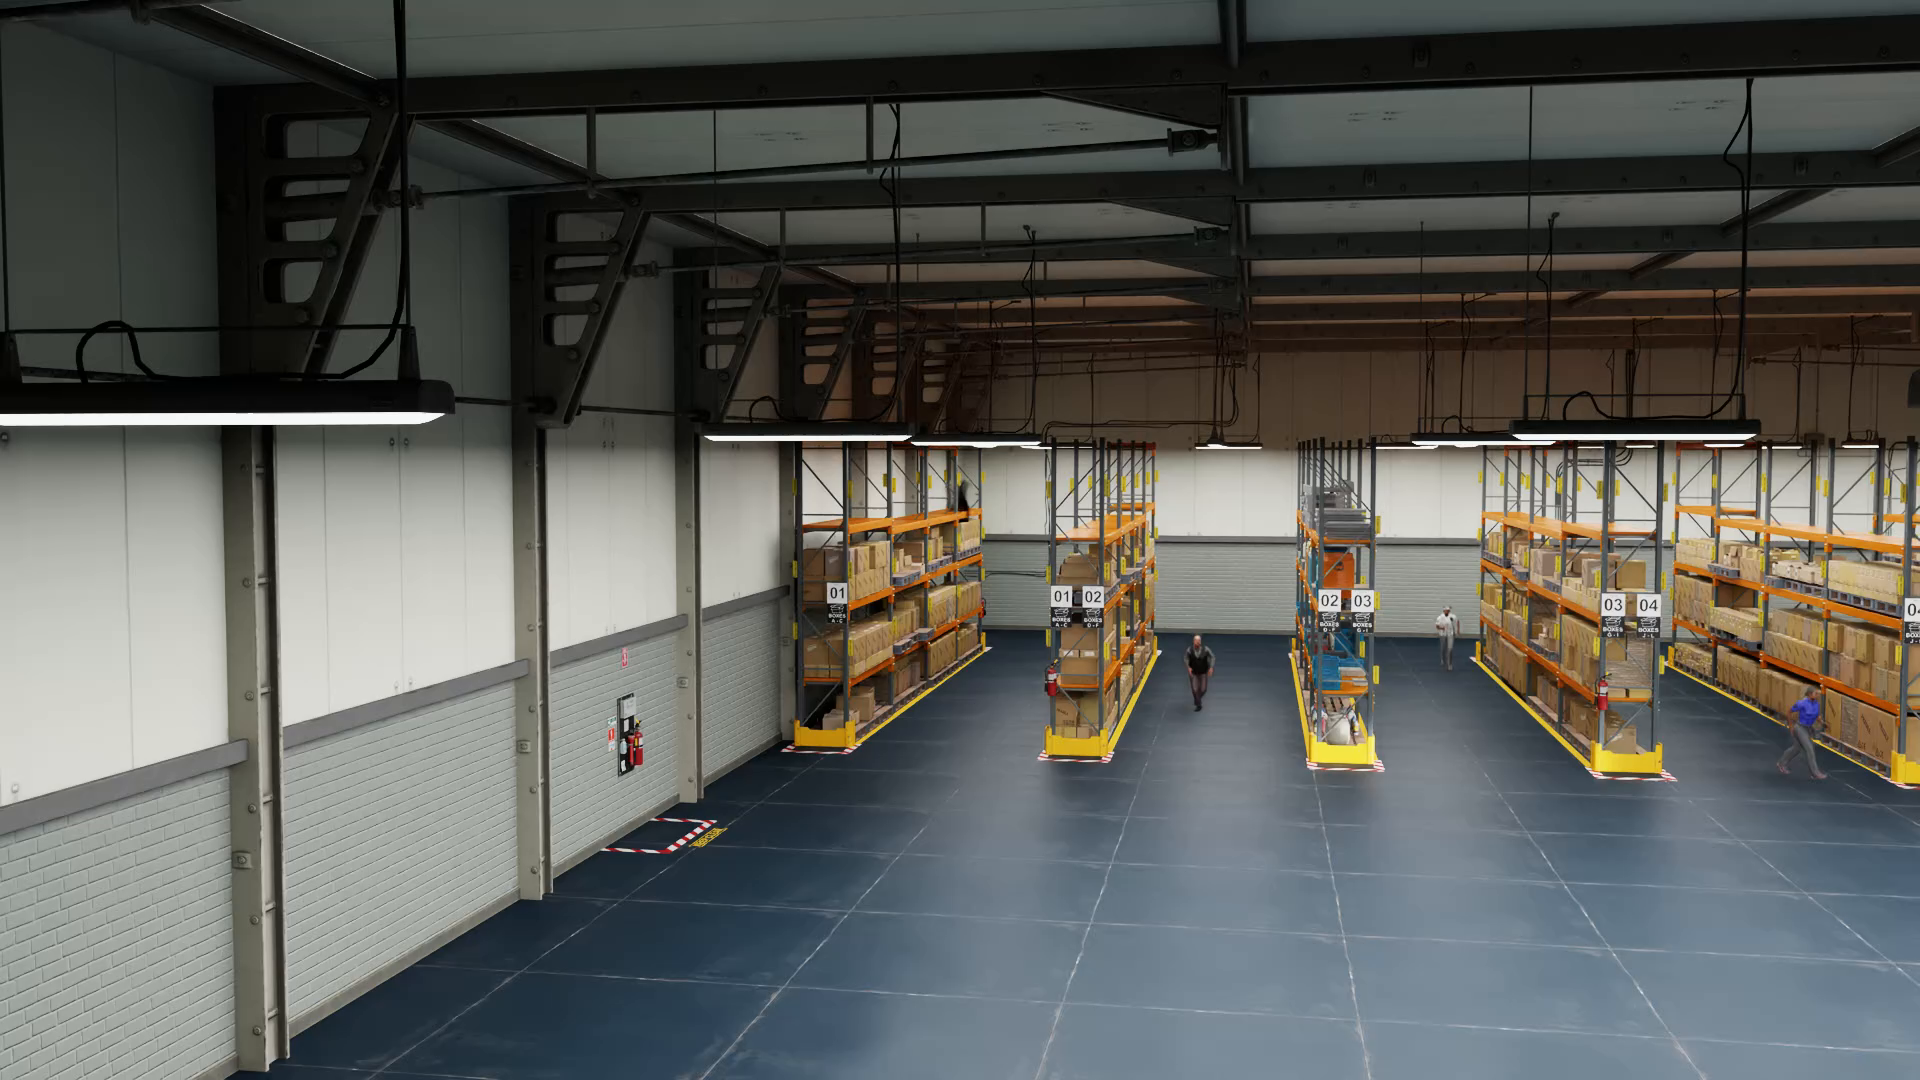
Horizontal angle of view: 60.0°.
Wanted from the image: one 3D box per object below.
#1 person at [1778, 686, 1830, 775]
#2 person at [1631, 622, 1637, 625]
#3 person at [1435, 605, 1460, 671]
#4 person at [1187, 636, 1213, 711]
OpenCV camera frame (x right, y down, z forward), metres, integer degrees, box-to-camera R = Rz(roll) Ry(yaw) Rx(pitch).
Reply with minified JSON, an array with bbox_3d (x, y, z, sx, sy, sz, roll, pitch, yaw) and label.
[{"bbox_3d":[14.722,3.304,29.064,0.559,1.541,0.912,-2,4,-31],"label":"person"},{"bbox_3d":[18.149,2.503,45.079,0.789,1.692,0.795,-2,4,-35],"label":"person"},{"bbox_3d":[12.852,2.562,43.861,0.624,1.743,0.844,1,3,15],"label":"person"},{"bbox_3d":[5.301,2.947,36.800,0.616,1.683,0.571,0,3,5],"label":"person"}]
